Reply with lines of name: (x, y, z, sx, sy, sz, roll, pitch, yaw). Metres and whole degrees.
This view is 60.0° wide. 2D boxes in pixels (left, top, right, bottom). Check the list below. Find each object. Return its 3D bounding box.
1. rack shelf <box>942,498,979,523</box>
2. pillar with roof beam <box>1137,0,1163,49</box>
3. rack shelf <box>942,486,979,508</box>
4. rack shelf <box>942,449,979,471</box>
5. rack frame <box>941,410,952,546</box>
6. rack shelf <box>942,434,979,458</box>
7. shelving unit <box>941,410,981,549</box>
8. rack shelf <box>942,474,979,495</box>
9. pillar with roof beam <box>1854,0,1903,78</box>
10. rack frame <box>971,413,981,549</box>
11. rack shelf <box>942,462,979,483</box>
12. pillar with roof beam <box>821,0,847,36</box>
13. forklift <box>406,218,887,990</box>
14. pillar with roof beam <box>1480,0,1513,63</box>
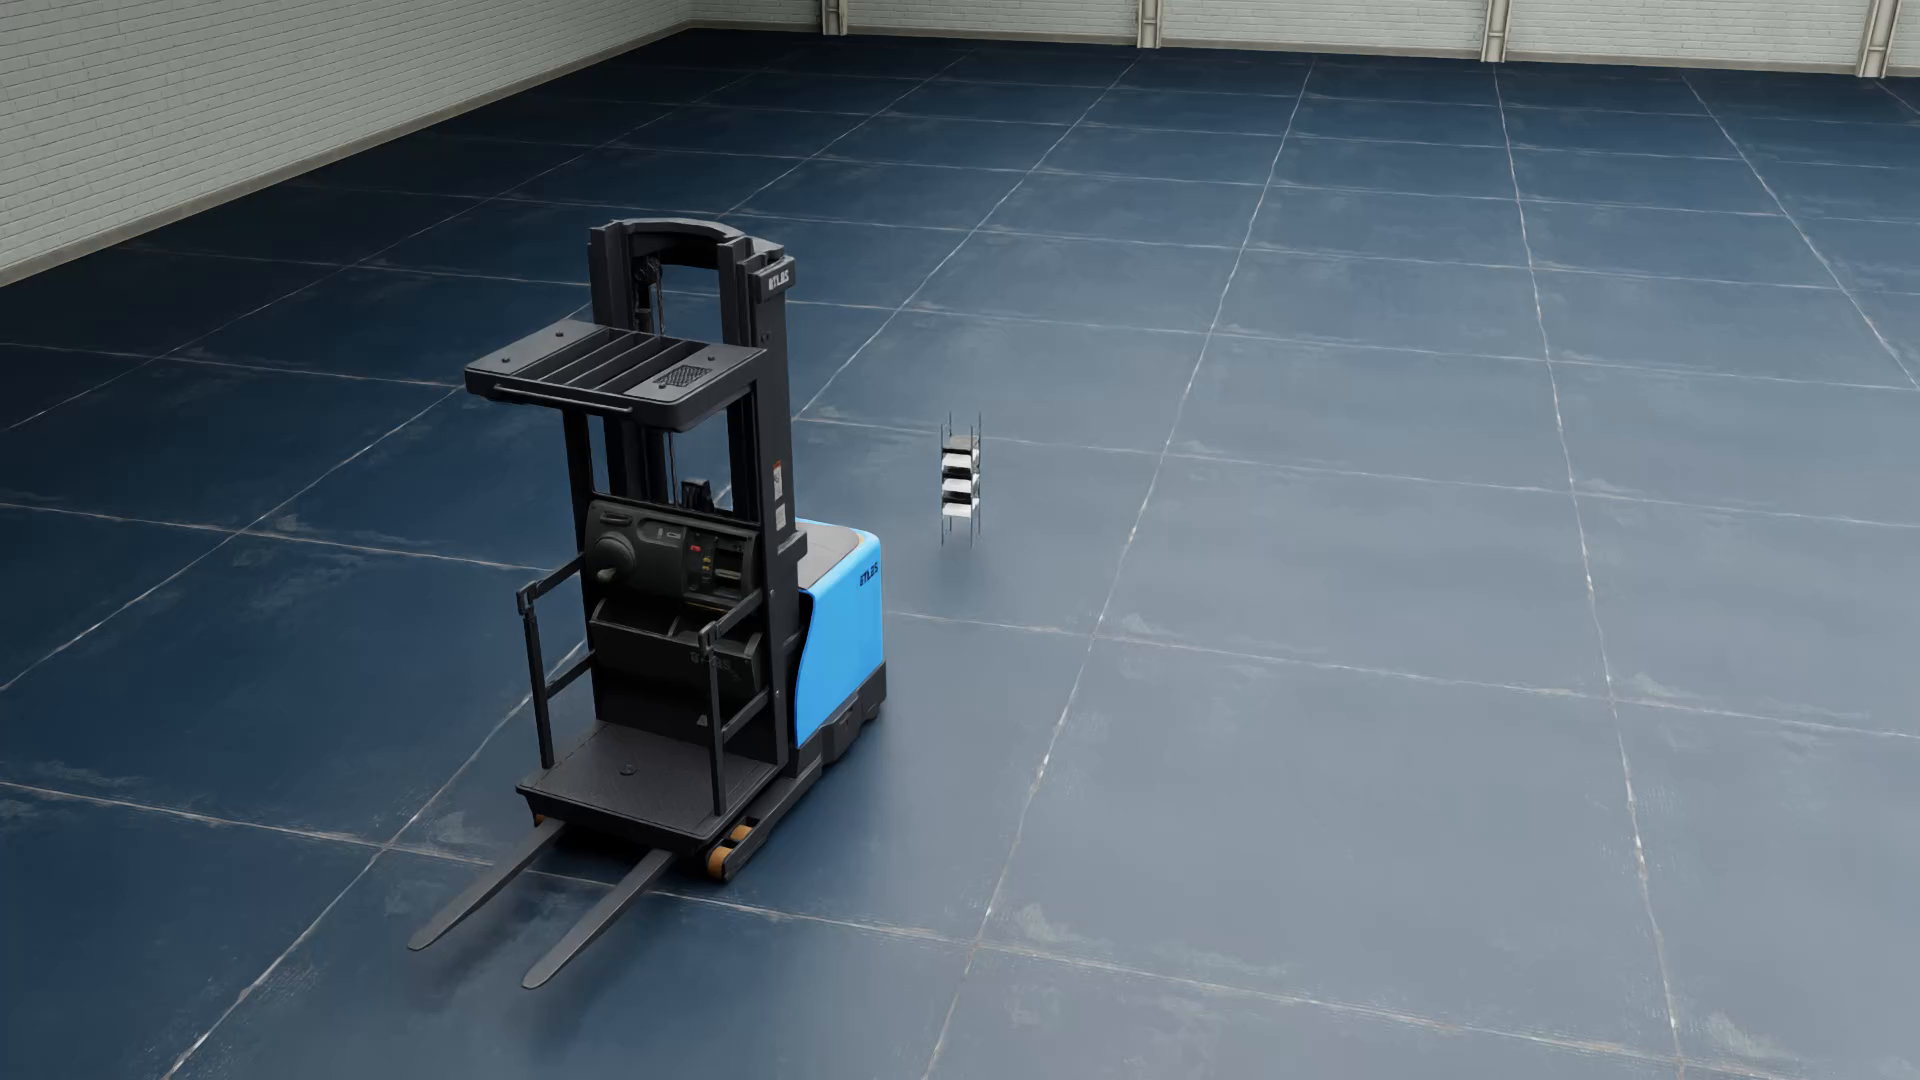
rack shelf: (0.008, -0.213, 11.303, 0.200, 0.077, 0.258, 6, 26, 13)
pillar with roof beam: (2.365, -11.237, 24.542, 0.400, 9.000, 9.100, 6, 26, 13)
rack shelf: (0.008, -0.294, 11.265, 0.200, 0.077, 0.258, 6, 26, 13)
rack shelf: (0.008, -0.538, 11.149, 0.200, 0.077, 0.258, 6, 26, 13)
rack frame: (-0.091, -0.416, 11.235, 0.006, 0.900, 0.240, 6, 26, 13)
rack shelf: (0.008, -0.619, 11.110, 0.200, 0.077, 0.258, 6, 26, 13)
shelving unit: (0.008, -0.405, 11.212, 0.210, 0.900, 0.258, 6, 26, 13)
rack shelf: (0.008, -0.375, 11.226, 0.200, 0.077, 0.258, 6, 26, 13)
pillar with roof beam: (13.987, -9.953, 21.843, 0.400, 9.000, 9.100, 6, 26, 13)
rack frame: (0.106, -0.395, 11.189, 0.006, 0.900, 0.240, 6, 26, 13)
rack shelf: (0.008, -0.457, 11.187, 0.200, 0.077, 0.258, 6, 26, 13)
pillar with roof beam: (-3.446, -11.880, 25.891, 0.400, 9.000, 9.100, 6, 26, 13)
forklift: (-1.476, 0.102, 7.782, 1.130, 2.935, 3.031, 11, 28, 22)
pillar with roof beam: (8.176, -10.595, 23.193, 0.400, 9.000, 9.100, 6, 26, 13)
